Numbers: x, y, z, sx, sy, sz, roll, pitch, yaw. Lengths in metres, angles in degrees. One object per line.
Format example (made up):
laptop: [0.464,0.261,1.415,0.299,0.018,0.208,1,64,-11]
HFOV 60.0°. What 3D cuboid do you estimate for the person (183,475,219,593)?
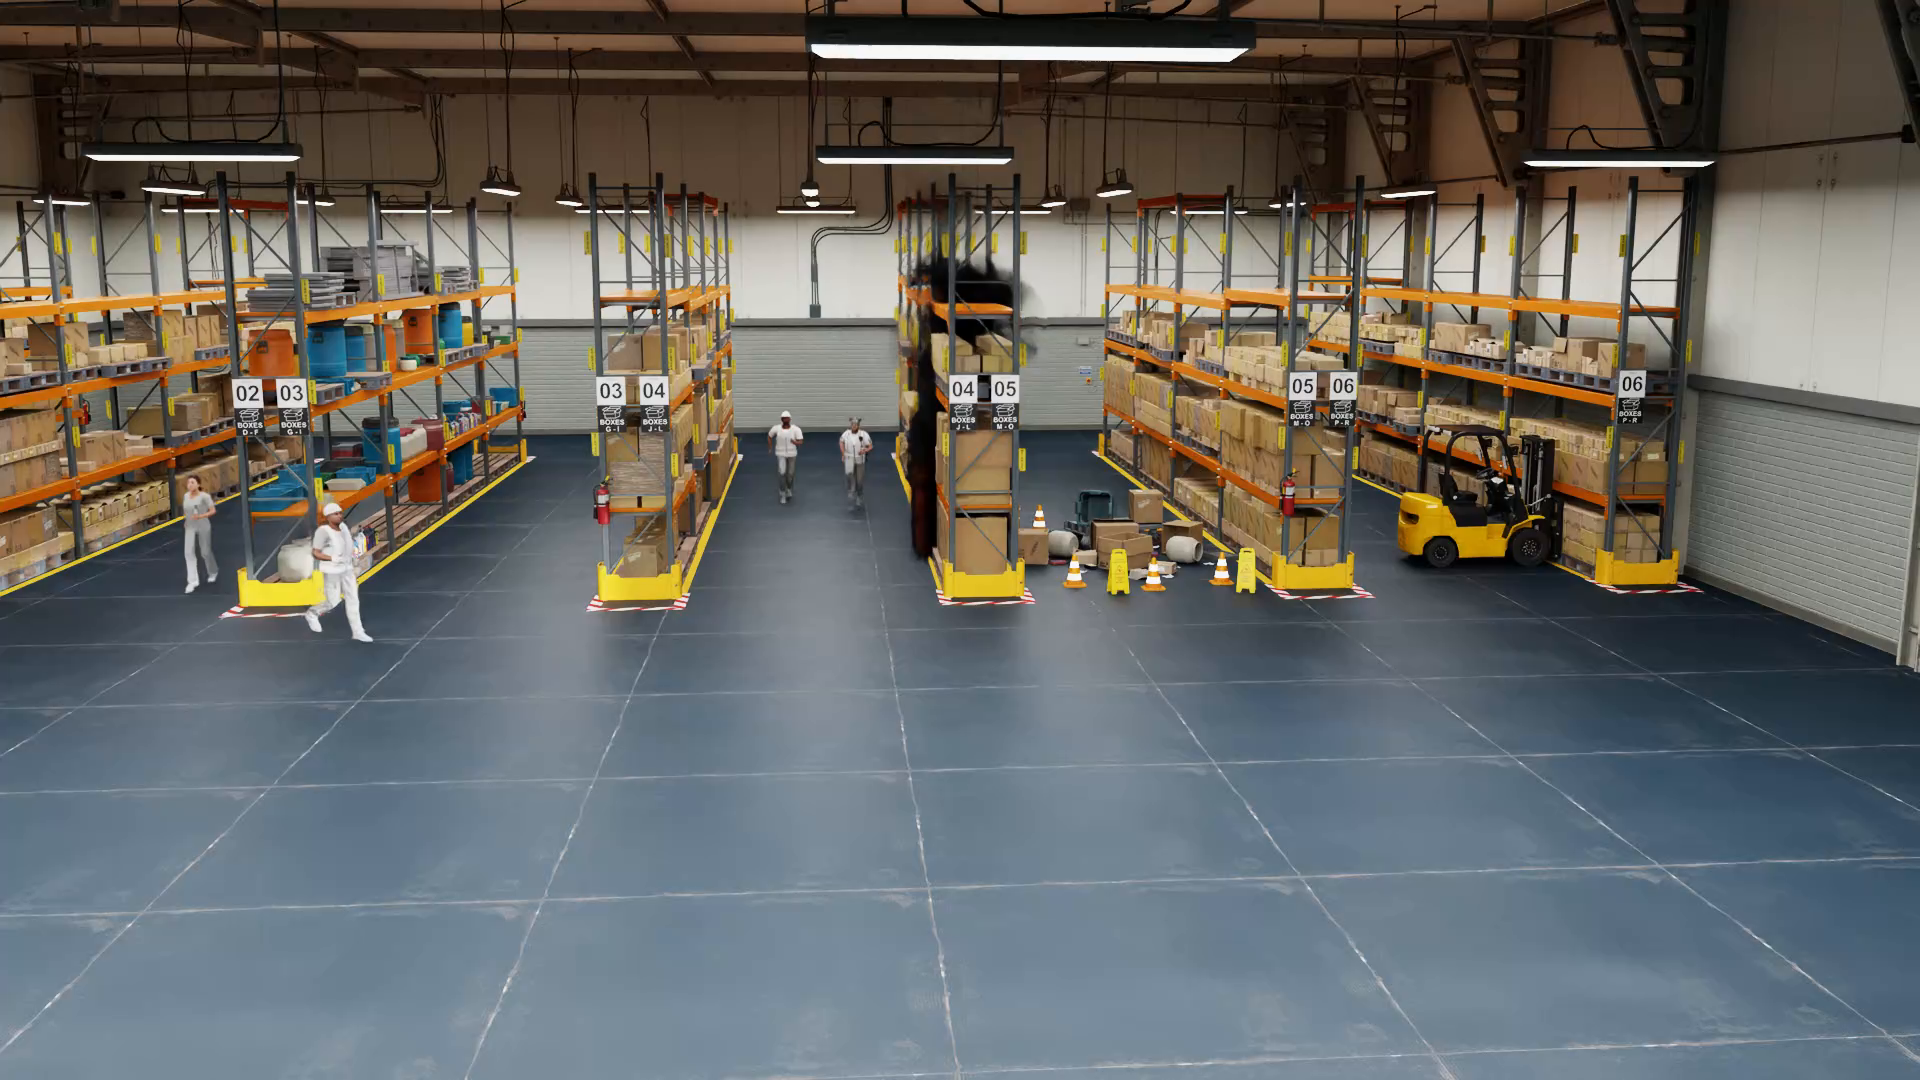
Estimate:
person: [-11.240,-0.124,24.582,0.559,1.703,0.807,0,10,-2]

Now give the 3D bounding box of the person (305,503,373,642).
person: [-7.962,0.408,21.210,0.984,1.782,0.699,4,11,21]

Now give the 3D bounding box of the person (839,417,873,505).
person: [-1.994,-1.509,31.984,0.655,1.758,0.895,0,10,-2]

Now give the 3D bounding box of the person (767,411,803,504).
person: [-3.440,-1.638,32.894,0.672,1.831,0.777,-2,10,-13]
